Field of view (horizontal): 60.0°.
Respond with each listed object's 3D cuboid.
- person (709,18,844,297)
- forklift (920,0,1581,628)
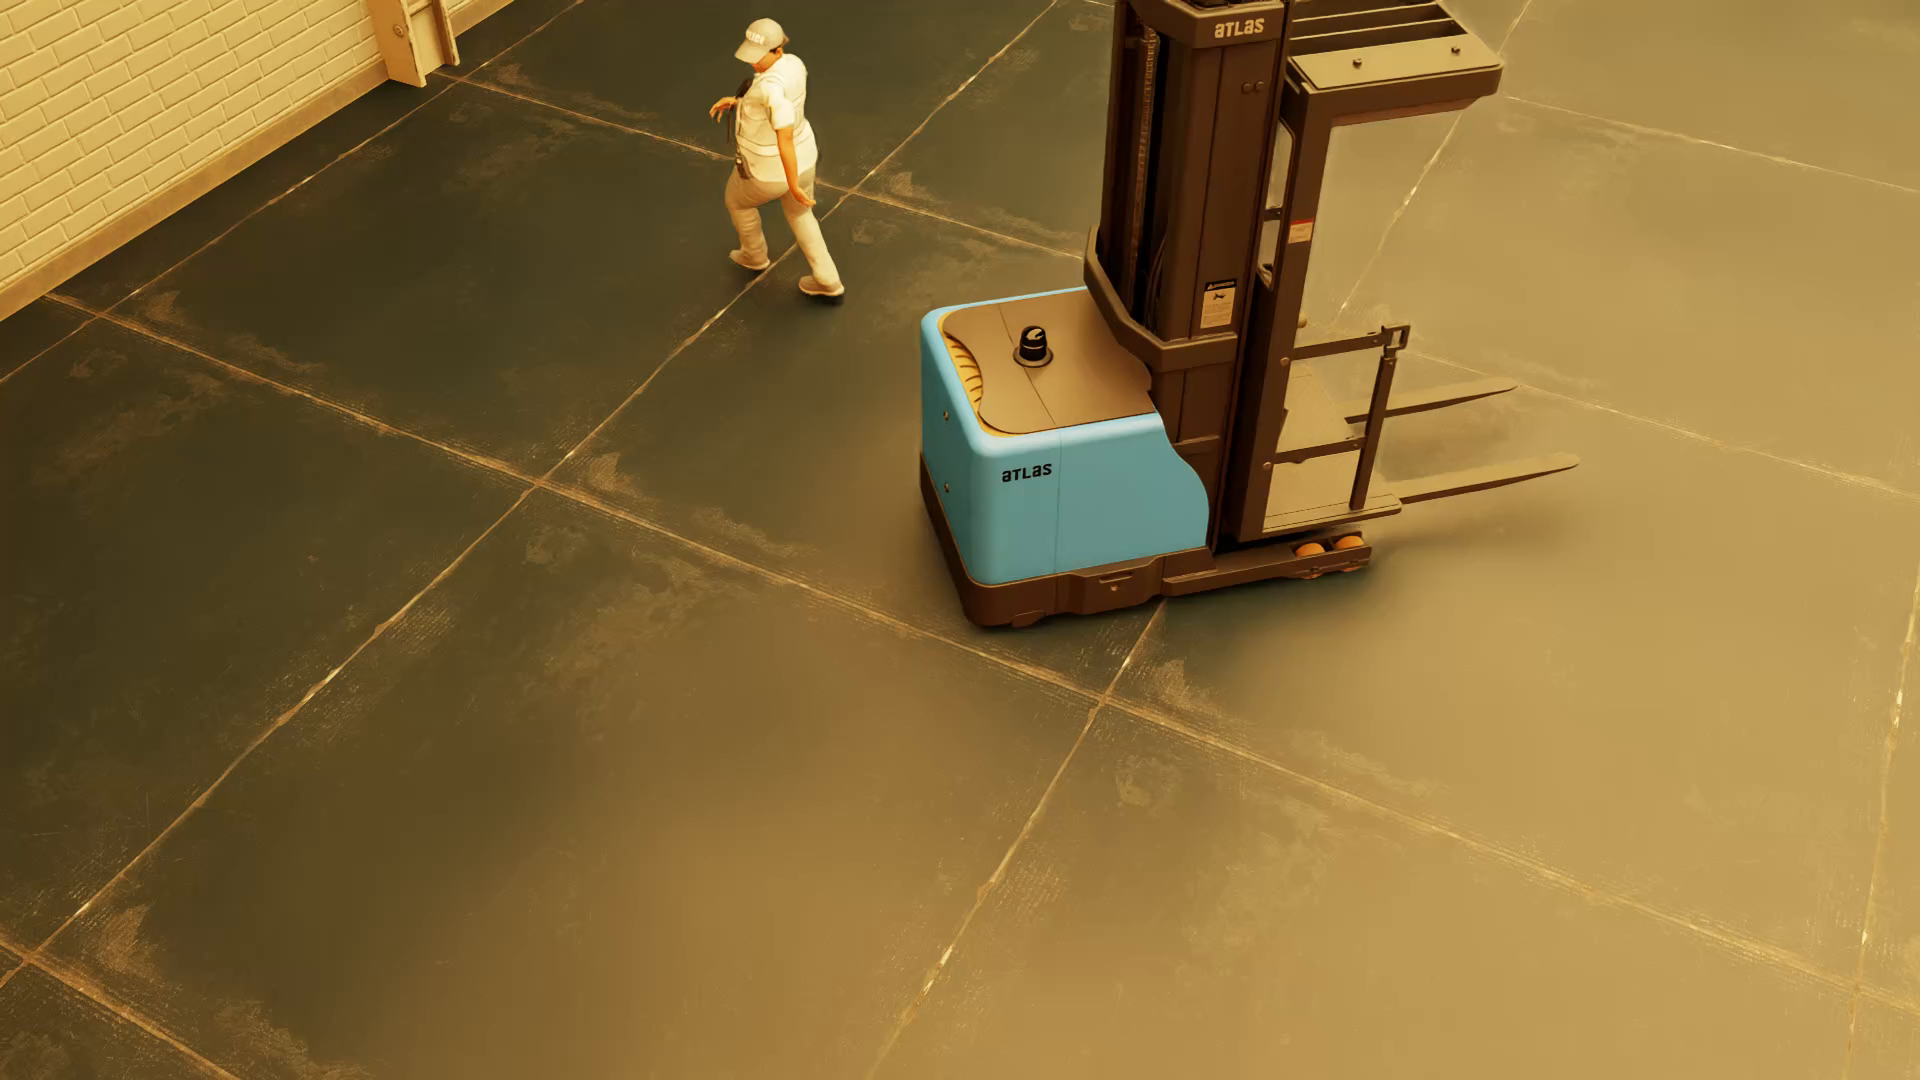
[{"bbox_3d":[-0.978,-2.014,8.810,0.888,1.603,0.504,30,51,28],"label":"person"},{"bbox_3d":[1.387,-1.231,6.961,3.031,2.935,1.130,-10,44,-11],"label":"forklift"}]
